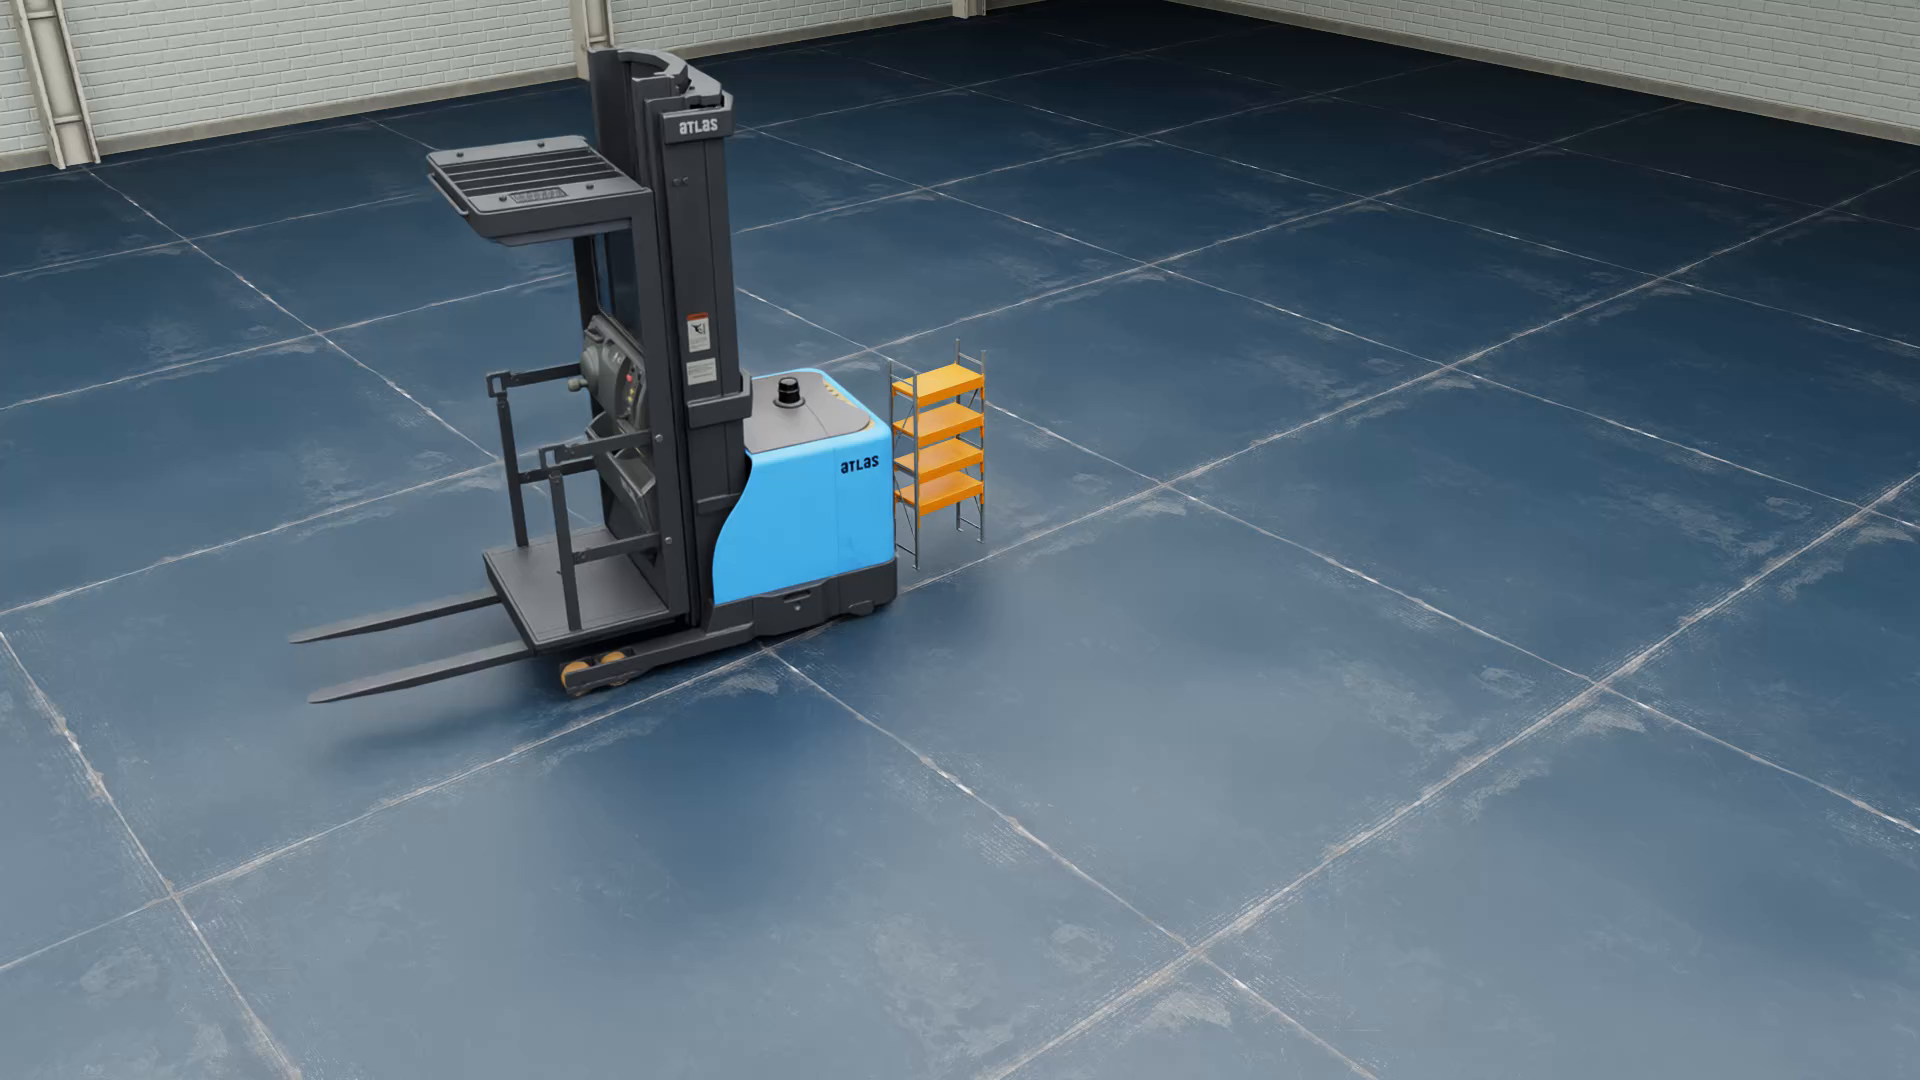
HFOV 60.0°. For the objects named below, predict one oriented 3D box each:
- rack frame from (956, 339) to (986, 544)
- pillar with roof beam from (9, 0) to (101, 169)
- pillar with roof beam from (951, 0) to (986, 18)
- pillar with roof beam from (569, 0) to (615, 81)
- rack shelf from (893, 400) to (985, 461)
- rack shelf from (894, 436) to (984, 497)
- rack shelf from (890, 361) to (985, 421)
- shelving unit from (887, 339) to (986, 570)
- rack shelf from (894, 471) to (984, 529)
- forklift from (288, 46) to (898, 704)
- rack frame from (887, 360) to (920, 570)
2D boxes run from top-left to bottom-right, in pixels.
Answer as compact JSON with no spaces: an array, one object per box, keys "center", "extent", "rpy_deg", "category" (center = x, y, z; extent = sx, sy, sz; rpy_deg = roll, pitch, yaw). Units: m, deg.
[{"center":[0.060,-0.553,9.512],"extent":[0.015,1.200,0.240],"rpy_deg":[-22,35,-35],"category":"rack frame"},{"center":[-6.211,-6.270,11.935],"extent":[0.400,9.000,9.100],"rpy_deg":[-22,35,-35],"category":"pillar with roof beam"},{"center":[2.918,-9.941,18.804],"extent":[0.400,9.000,9.100],"rpy_deg":[-22,35,-35],"category":"pillar with roof beam"},{"center":[-1.647,-8.106,15.370],"extent":[0.400,9.000,9.100],"rpy_deg":[-22,35,-35],"category":"pillar with roof beam"},{"center":[-0.126,-0.616,9.299],"extent":[0.480,0.148,0.258],"rpy_deg":[-22,35,-35],"category":"rack shelf"},{"center":[-0.126,-0.419,9.404],"extent":[0.480,0.148,0.258],"rpy_deg":[-22,35,-35],"category":"rack shelf"},{"center":[-0.126,-0.825,9.187],"extent":[0.480,0.148,0.258],"rpy_deg":[-22,35,-35],"category":"rack shelf"},{"center":[-0.126,-0.479,9.372],"extent":[0.503,1.200,0.258],"rpy_deg":[-22,35,-35],"category":"shelving unit"},{"center":[-0.126,-0.244,9.498],"extent":[0.480,0.148,0.258],"rpy_deg":[-22,35,-35],"category":"rack shelf"},{"center":[-1.886,-0.801,8.139],"extent":[3.031,2.935,1.130],"rpy_deg":[-14,31,-24],"category":"forklift"},{"center":[-0.312,-0.404,9.233],"extent":[0.015,1.200,0.240],"rpy_deg":[-22,35,-35],"category":"rack frame"}]
